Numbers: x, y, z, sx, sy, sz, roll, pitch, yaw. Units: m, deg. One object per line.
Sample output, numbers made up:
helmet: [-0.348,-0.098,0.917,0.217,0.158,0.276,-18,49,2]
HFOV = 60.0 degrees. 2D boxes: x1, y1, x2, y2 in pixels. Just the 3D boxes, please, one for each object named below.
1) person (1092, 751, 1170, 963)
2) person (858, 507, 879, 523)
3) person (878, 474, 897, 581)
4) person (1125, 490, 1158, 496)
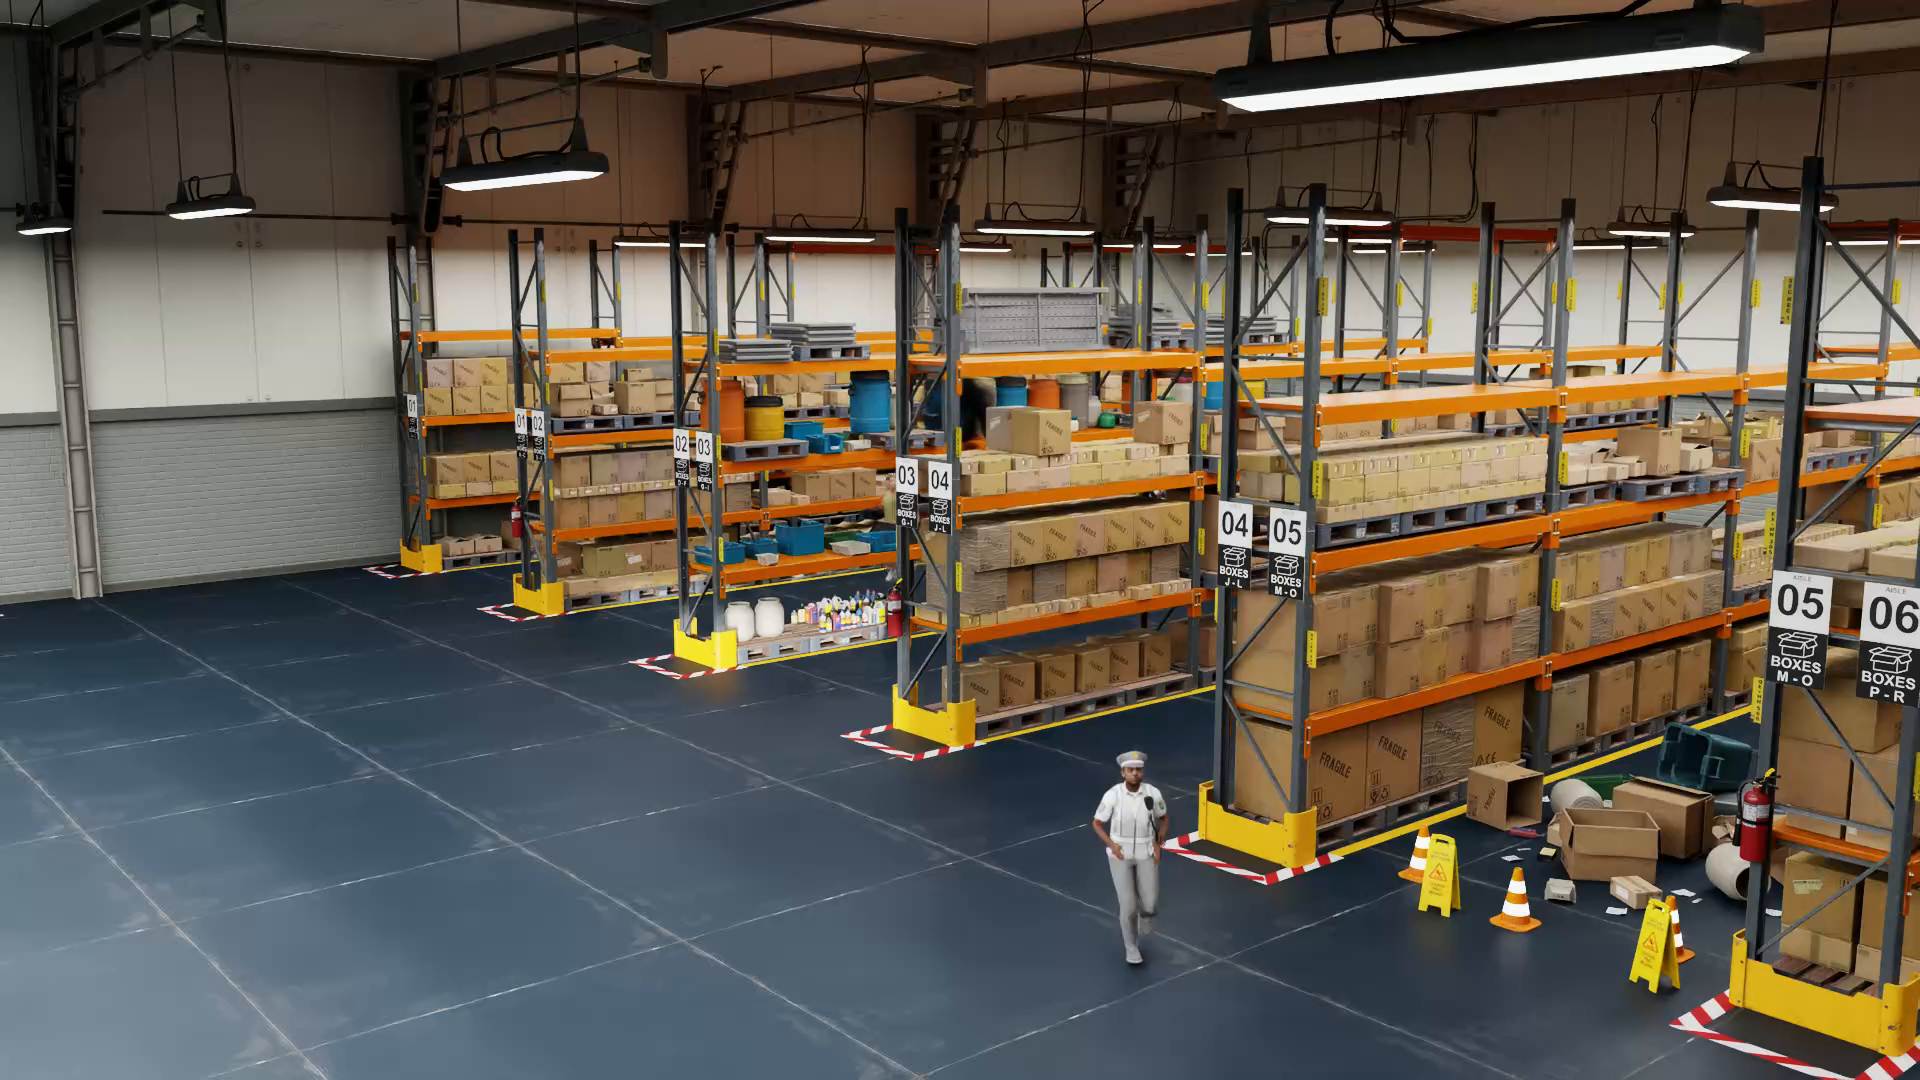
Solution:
person: [1.322,2.417,12.800,0.609,1.639,0.489,0,9,-1]
person: [-1.783,-0.582,32.451,0.529,1.558,0.534,8,12,41]
person: [-1.107,-0.223,27.939,0.559,1.762,0.673,8,12,41]
person: [3.470,-0.651,32.309,0.708,1.738,0.789,6,11,36]
